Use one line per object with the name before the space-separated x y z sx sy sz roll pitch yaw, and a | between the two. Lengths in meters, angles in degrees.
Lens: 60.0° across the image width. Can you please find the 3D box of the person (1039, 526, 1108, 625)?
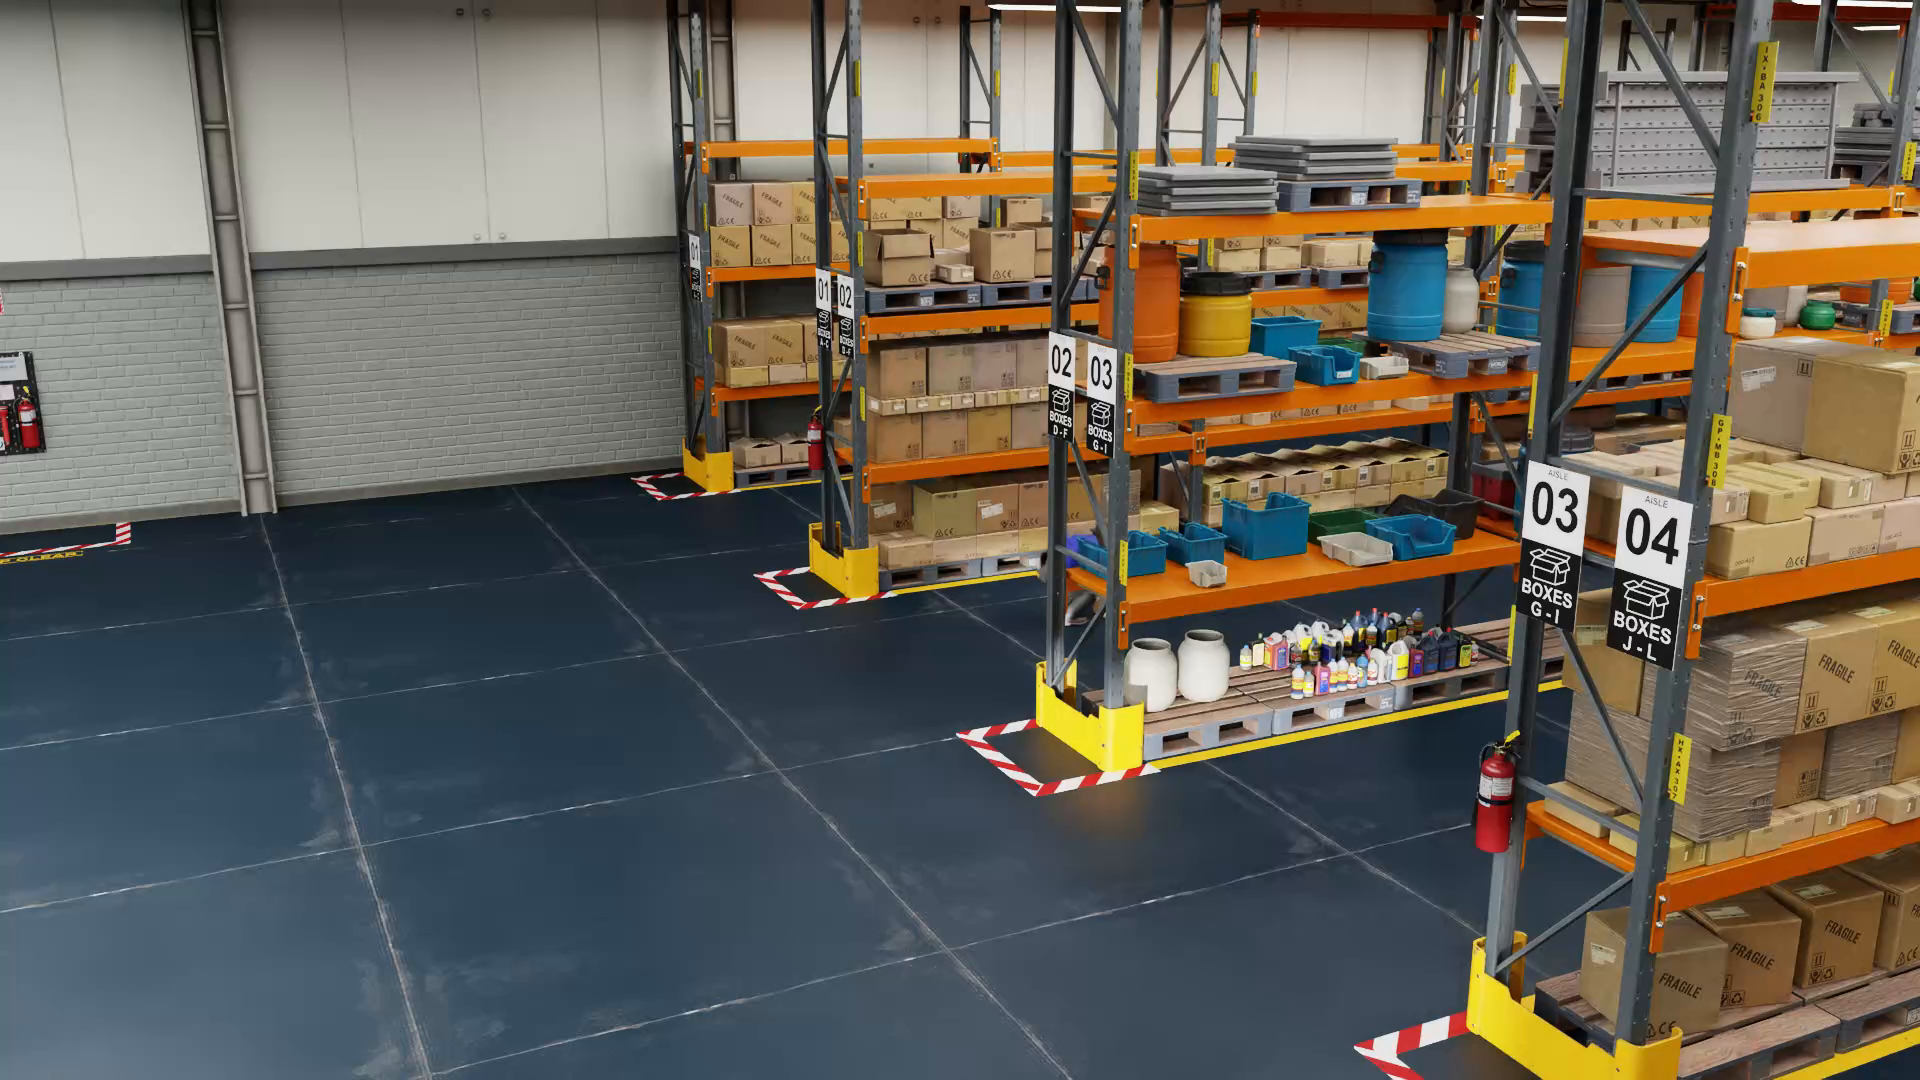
person | 1.140 0.334 16.015 0.812 0.893 0.484 -7 17 -25
